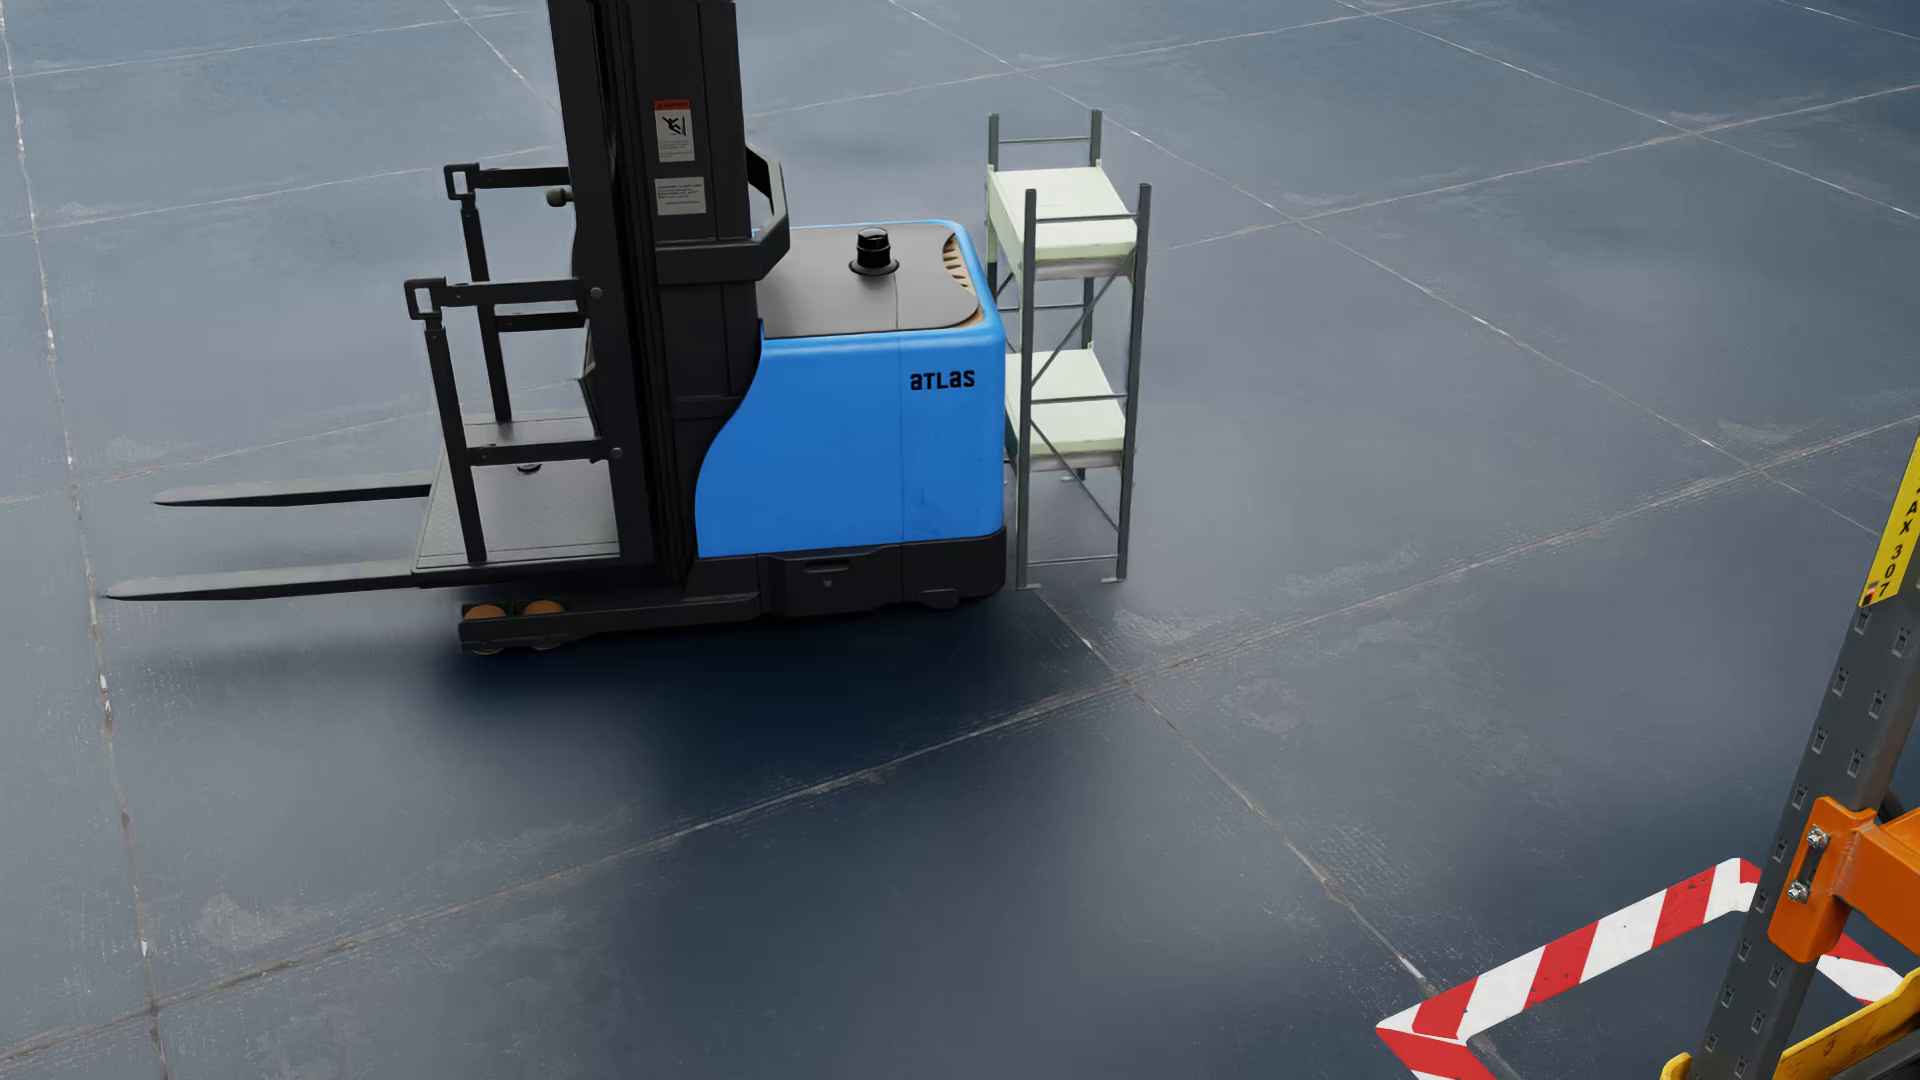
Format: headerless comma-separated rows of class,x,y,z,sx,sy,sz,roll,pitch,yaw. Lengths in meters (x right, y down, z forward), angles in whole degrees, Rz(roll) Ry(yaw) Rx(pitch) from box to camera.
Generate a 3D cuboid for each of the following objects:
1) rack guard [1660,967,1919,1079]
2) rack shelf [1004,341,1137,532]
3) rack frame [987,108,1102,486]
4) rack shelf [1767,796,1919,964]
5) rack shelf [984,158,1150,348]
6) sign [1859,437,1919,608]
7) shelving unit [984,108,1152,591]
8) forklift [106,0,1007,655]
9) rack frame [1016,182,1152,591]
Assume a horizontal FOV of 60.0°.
rack guard,2.069,1.281,3.787,1.175,0.500,0.348,-16,36,-23
rack shelf,0.350,-0.392,6.076,0.431,0.370,0.720,-4,33,-7
rack frame,0.299,-0.862,6.205,0.400,1.500,0.023,-4,33,-7
rack shelf,2.966,1.449,1.874,1.077,0.370,4.000,-16,36,-23
rack shelf,0.350,-0.995,5.689,0.431,0.370,0.720,-4,33,-7
sign,1.553,-0.036,2.723,0.100,0.325,0.005,-16,36,-23
shelving unit,0.350,-0.666,5.900,0.431,1.500,0.755,-4,33,-7
forklift,-1.397,-1.151,5.329,3.031,2.935,1.130,-4,33,-7
rack frame,0.401,-0.471,5.595,0.400,1.500,0.023,-4,33,-7
